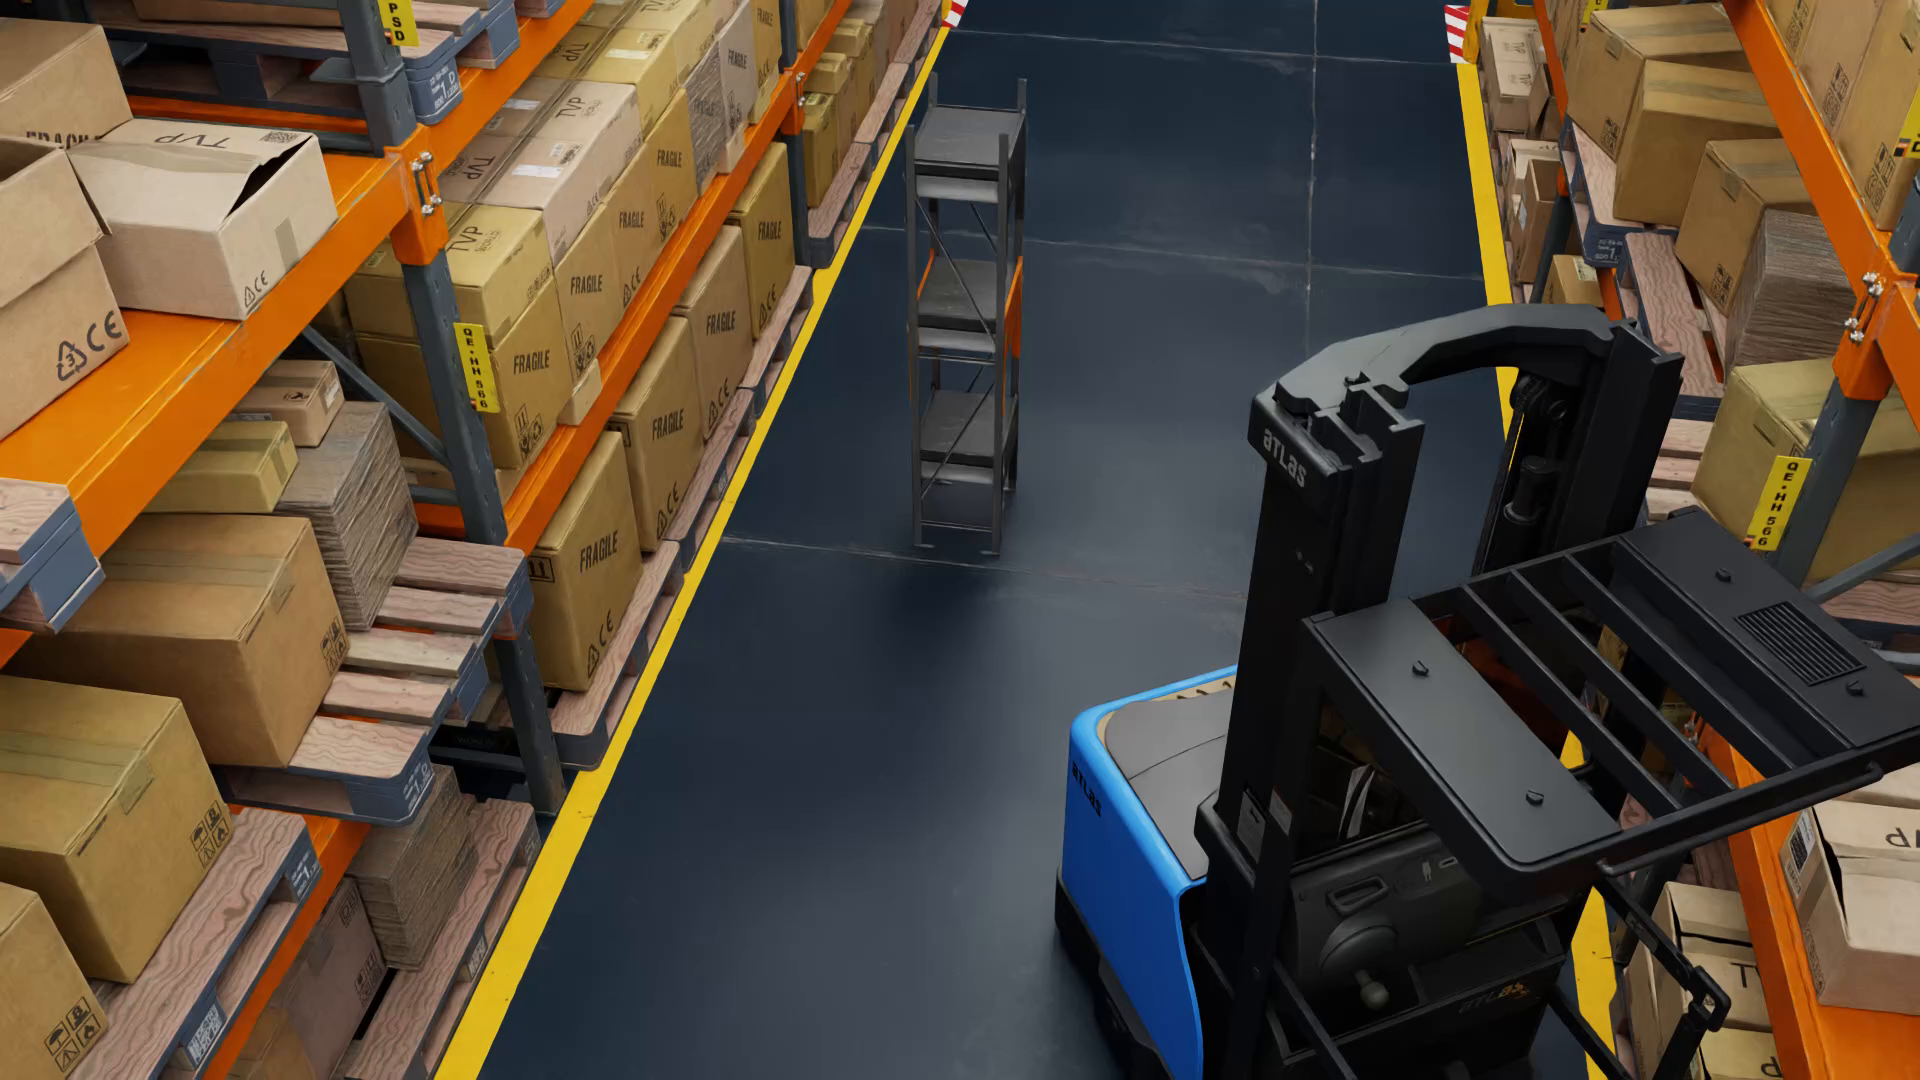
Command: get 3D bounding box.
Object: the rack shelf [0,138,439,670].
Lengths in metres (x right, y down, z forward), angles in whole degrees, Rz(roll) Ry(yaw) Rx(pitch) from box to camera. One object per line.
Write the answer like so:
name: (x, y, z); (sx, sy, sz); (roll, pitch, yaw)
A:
rack shelf: (-2.394, 0.202, 3.362); (1.077, 0.370, 4.000); (6, 40, 8)

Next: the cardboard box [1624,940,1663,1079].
cardboard box: (2.452, 1.564, 5.333); (0.500, 0.250, 0.500); (6, 40, 8)

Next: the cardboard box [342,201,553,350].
cardboard box: (-1.710, -0.898, 5.567); (0.500, 0.250, 0.500); (7, 40, 9)

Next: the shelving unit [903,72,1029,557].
shelving unit: (0.029, -0.913, 7.207); (0.431, 2.100, 0.503); (6, 40, 8)

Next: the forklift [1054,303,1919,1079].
forklift: (1.363, 1.015, 4.223); (1.130, 2.935, 3.031); (-14, 42, -17)

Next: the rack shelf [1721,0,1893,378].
rack shelf: (3.178, -1.764, 5.740); (1.077, 0.370, 4.000); (6, 40, 8)

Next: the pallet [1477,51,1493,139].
pallet: (4.066, -3.028, 11.247); (1.003, 0.211, 1.213); (6, 40, 8)

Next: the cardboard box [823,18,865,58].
cardboard box: (-0.796, -3.113, 10.285); (0.380, 0.149, 0.250); (5, 40, 6)

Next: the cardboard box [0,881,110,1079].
cardboard box: (-2.431, 1.046, 3.707); (0.700, 0.500, 0.500); (12, 41, 14)

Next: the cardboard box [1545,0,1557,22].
cardboard box: (3.532, -3.167, 9.148); (0.500, 0.500, 0.500); (7, 40, 9)

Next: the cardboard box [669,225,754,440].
cardboard box: (-1.491, -1.037, 8.008); (0.750, 0.750, 0.750); (8, 40, 9)

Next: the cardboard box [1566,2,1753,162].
cardboard box: (3.222, -2.068, 7.489); (0.700, 0.500, 0.500); (-6, 40, -7)

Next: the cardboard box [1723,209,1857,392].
cardboard box: (3.176, -0.791, 5.945); (0.700, 0.500, 0.500); (14, 42, 16)

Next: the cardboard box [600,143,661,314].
cardboard box: (-1.525, -1.250, 6.581); (0.500, 0.500, 0.500); (6, 40, 7)

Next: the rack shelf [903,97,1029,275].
rack shelf: (0.029, -1.442, 6.769); (0.431, 0.518, 0.480); (6, 40, 8)

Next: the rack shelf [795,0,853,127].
rack shelf: (-1.009, -3.662, 10.390); (1.077, 0.370, 4.000); (6, 40, 8)

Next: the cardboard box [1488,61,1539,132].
cardboard box: (3.670, -2.823, 10.623); (0.500, 0.250, 0.500); (6, 40, 8)

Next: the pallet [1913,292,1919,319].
pallet: (2.803, -0.278, 3.526); (1.213, 0.211, 1.003); (8, 40, 10)

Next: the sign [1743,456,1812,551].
sign: (2.296, -0.100, 4.670); (0.100, 0.325, 0.005); (6, 40, 8)

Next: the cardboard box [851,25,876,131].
cardboard box: (-0.944, -2.978, 10.630); (0.700, 0.500, 0.500); (7, 40, 9)

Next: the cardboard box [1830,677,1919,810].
cardboard box: (2.726, 0.628, 4.707); (0.500, 0.311, 0.500); (9, 40, 10)

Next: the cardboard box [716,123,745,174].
cardboard box: (-1.233, -1.861, 7.828); (0.380, 0.149, 0.250); (6, 40, 8)

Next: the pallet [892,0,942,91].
pallet: (-0.725, -3.610, 11.950); (1.003, 0.211, 1.213); (6, 40, 8)

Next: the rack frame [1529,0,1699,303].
rack frame: (3.524, -2.140, 7.985); (1.000, 3.000, 0.127); (6, 40, 8)

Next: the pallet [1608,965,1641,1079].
pallet: (2.651, 1.957, 5.217); (1.003, 0.211, 1.213); (6, 40, 8)

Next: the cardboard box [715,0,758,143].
cardboard box: (-1.266, -2.206, 7.737); (0.500, 0.500, 0.500); (7, 40, 8)

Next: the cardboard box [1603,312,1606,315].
cardboard box: (3.119, -0.734, 7.900); (0.500, 0.500, 0.500); (7, 40, 8)

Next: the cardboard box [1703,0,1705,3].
cardboard box: (3.881, -2.469, 8.304); (0.500, 0.500, 0.500); (7, 40, 9)

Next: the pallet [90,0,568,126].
pallet: (-1.988, -1.667, 5.207); (1.213, 0.211, 1.003); (8, 40, 10)

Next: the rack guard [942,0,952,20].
rack guard: (-0.659, -4.246, 12.494); (1.175, 0.500, 0.348); (6, 40, 8)

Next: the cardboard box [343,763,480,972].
cardboard box: (-2.121, 1.077, 5.709); (0.700, 0.500, 0.500); (7, 40, 8)

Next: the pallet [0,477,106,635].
pallet: (-2.352, 0.226, 2.916); (1.213, 0.211, 1.003); (6, 40, 8)

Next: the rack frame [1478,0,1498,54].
rack frame: (4.216, -4.651, 11.021); (1.000, 3.000, 0.127); (6, 40, 8)

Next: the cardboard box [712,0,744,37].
cardboard box: (-1.282, -2.493, 7.495); (0.500, 0.250, 0.500); (7, 40, 9)

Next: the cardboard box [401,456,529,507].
cardboard box: (-1.763, -0.266, 5.899); (0.380, 0.149, 0.250); (6, 40, 7)

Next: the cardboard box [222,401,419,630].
cardboard box: (-2.119, -0.086, 5.076); (0.700, 0.500, 0.500); (2, 40, 2)

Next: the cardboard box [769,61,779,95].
cardboard box: (-1.135, -2.352, 8.422); (0.380, 0.149, 0.250); (7, 40, 8)

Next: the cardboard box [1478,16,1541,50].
cardboard box: (3.805, -3.497, 11.517); (0.380, 0.149, 0.250); (6, 40, 8)

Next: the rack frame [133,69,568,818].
rack frame: (-2.048, -0.174, 5.606); (1.000, 3.000, 0.127); (6, 40, 8)

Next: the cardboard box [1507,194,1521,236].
cardboard box: (3.349, -1.842, 9.516); (0.380, 0.149, 0.250); (6, 40, 8)

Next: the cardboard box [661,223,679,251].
cardboard box: (-1.455, -1.394, 7.263); (0.380, 0.149, 0.250); (8, 40, 9)

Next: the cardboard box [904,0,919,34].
cardboard box: (-0.686, -3.943, 11.797); (0.700, 0.500, 0.500); (6, 40, 8)

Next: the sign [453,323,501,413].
sign: (-1.512, -0.536, 5.197); (0.100, 0.325, 0.005); (6, 40, 8)

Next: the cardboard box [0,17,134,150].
cardboard box: (-2.399, -0.950, 4.097); (0.500, 0.500, 0.500); (6, 40, 8)

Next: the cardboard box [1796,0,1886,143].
cardboard box: (2.963, -1.422, 4.684); (0.910, 0.500, 0.500); (6, 40, 8)

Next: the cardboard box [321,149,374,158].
cardboard box: (-2.131, -1.262, 6.006); (0.500, 0.250, 0.500); (5, 40, 6)

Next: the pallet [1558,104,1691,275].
pallet: (3.278, -1.577, 7.454); (1.003, 0.211, 1.213); (6, 40, 8)
